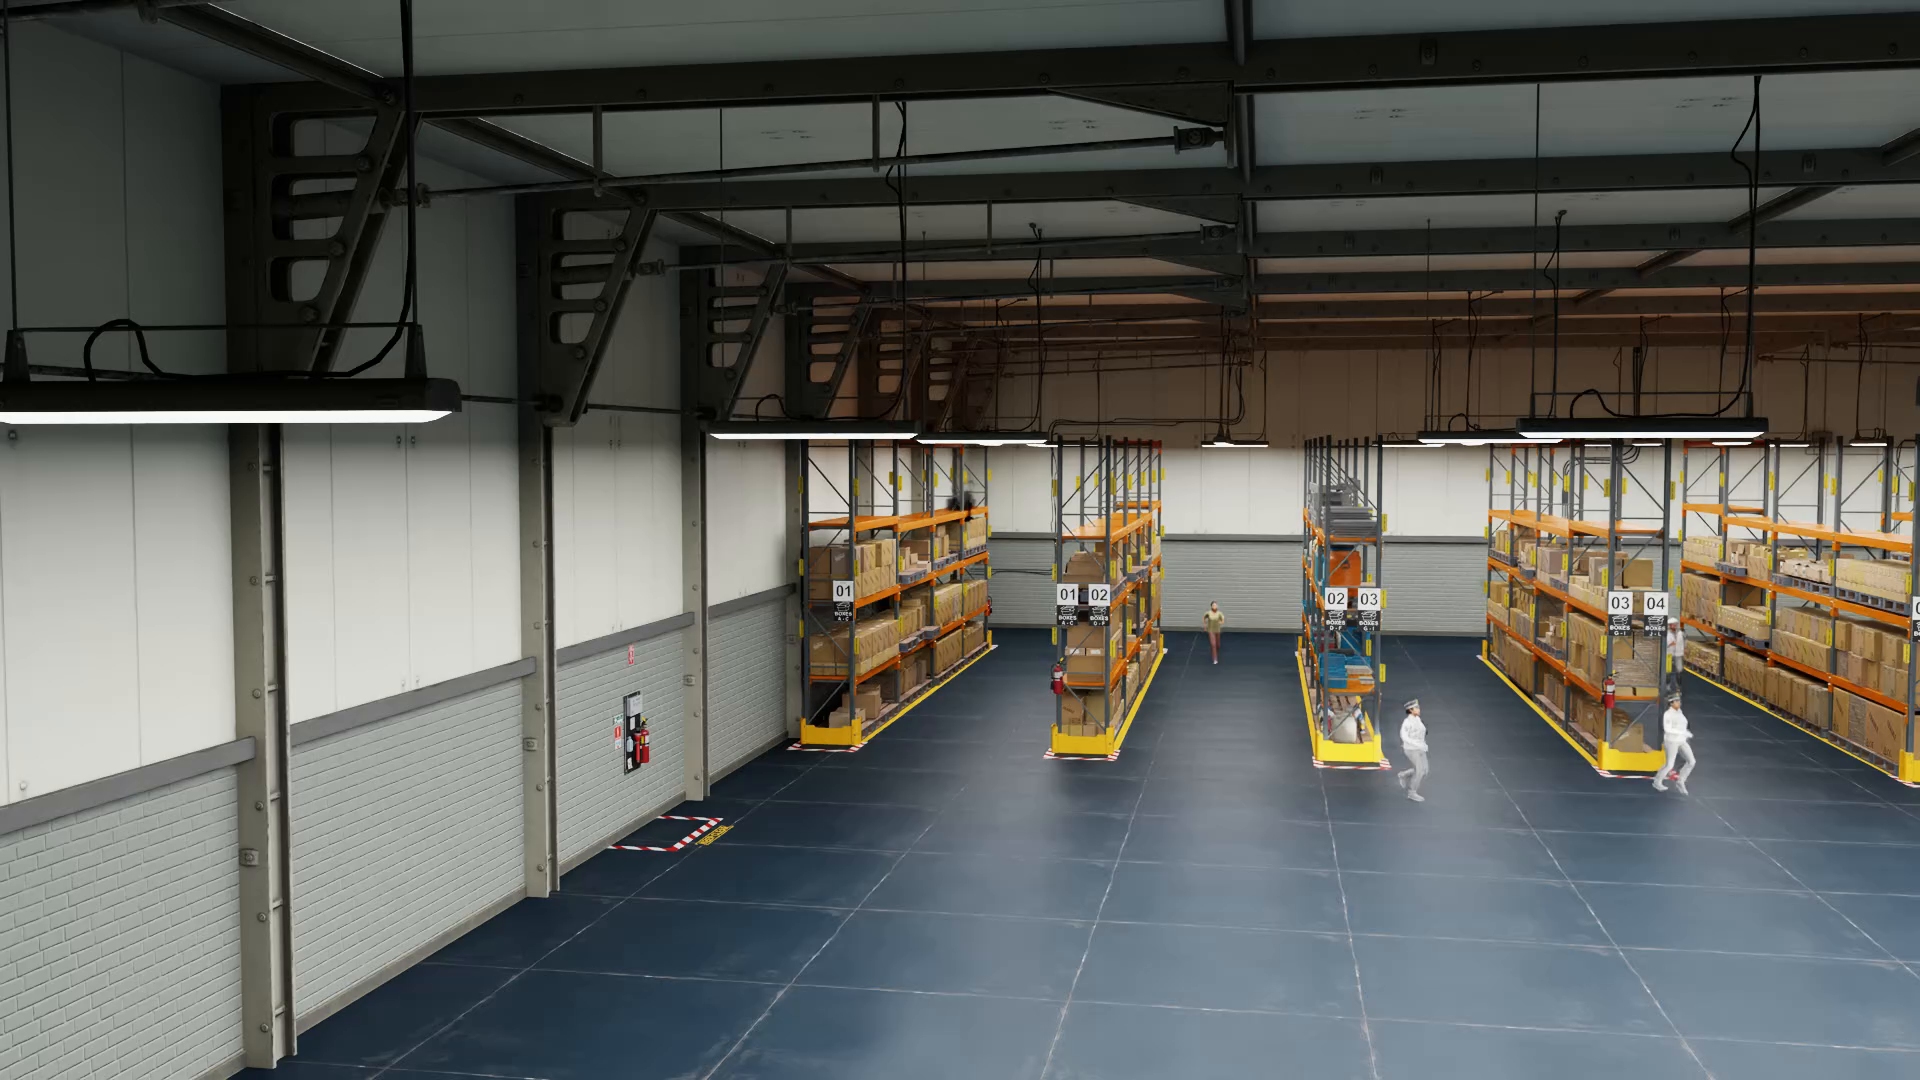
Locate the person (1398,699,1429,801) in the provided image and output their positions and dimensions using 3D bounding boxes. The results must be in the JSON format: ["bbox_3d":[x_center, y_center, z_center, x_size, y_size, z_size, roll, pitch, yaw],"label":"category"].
[{"bbox_3d":[7.413,3.431,27.254,0.556,1.660,0.617,3,4,39],"label":"person"}]

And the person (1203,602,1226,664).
[{"bbox_3d":[6.809,2.471,44.537,0.584,1.636,0.911,0,3,-2],"label":"person"}]

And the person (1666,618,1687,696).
[{"bbox_3d":[16.711,2.736,38.937,0.624,1.834,0.753,1,3,16],"label":"person"}]

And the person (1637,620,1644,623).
[{"bbox_3d":[17.899,2.466,44.178,0.738,1.759,0.904,2,4,30],"label":"person"}]

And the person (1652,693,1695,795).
[{"bbox_3d":[11.930,3.390,27.700,0.625,1.716,0.700,-2,4,-32],"label":"person"}]
